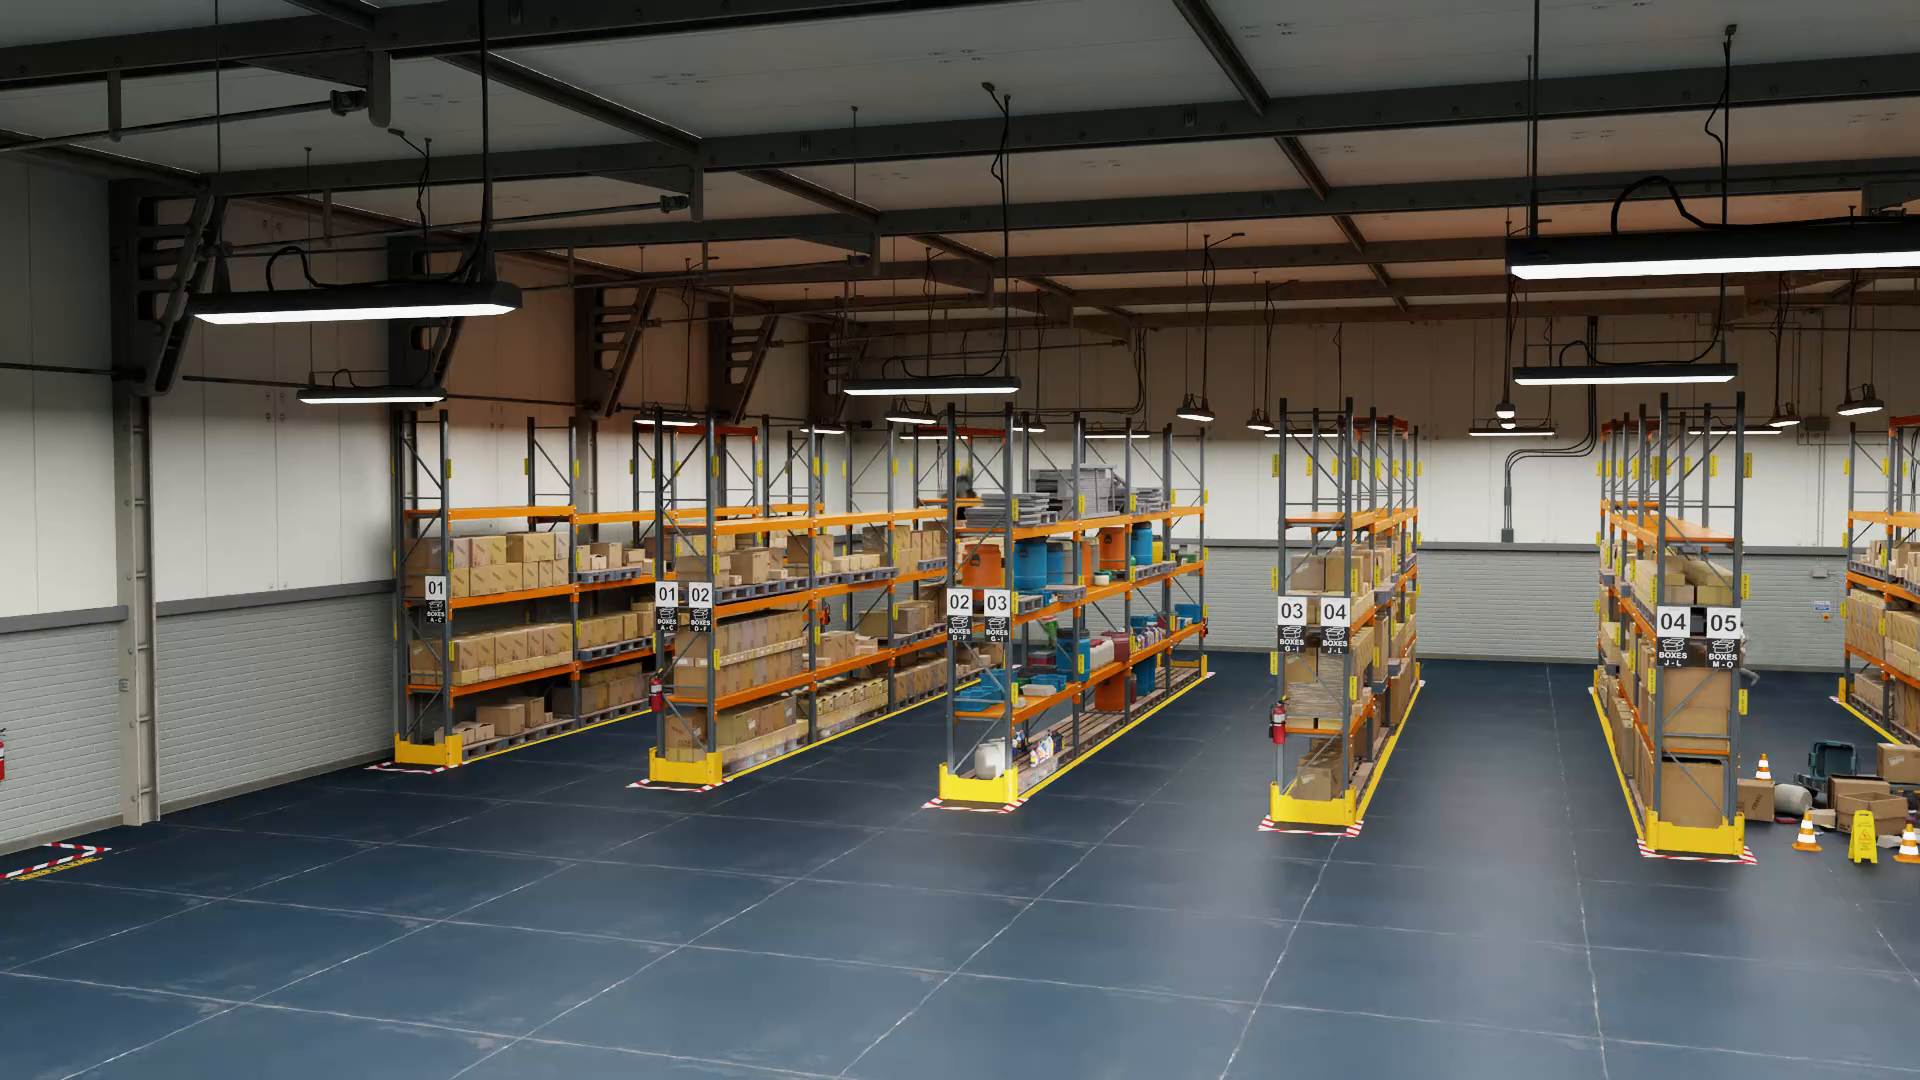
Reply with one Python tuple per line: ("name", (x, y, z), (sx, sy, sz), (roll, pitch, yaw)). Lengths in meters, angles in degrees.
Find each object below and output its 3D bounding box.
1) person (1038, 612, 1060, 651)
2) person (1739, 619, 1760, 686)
("person", (2.303, 2.072, 41.838), (0.726, 1.760, 0.868), (-2, 3, -39))
("person", (17.579, 2.567, 37.454), (0.840, 1.703, 0.587), (1, 3, 23))
